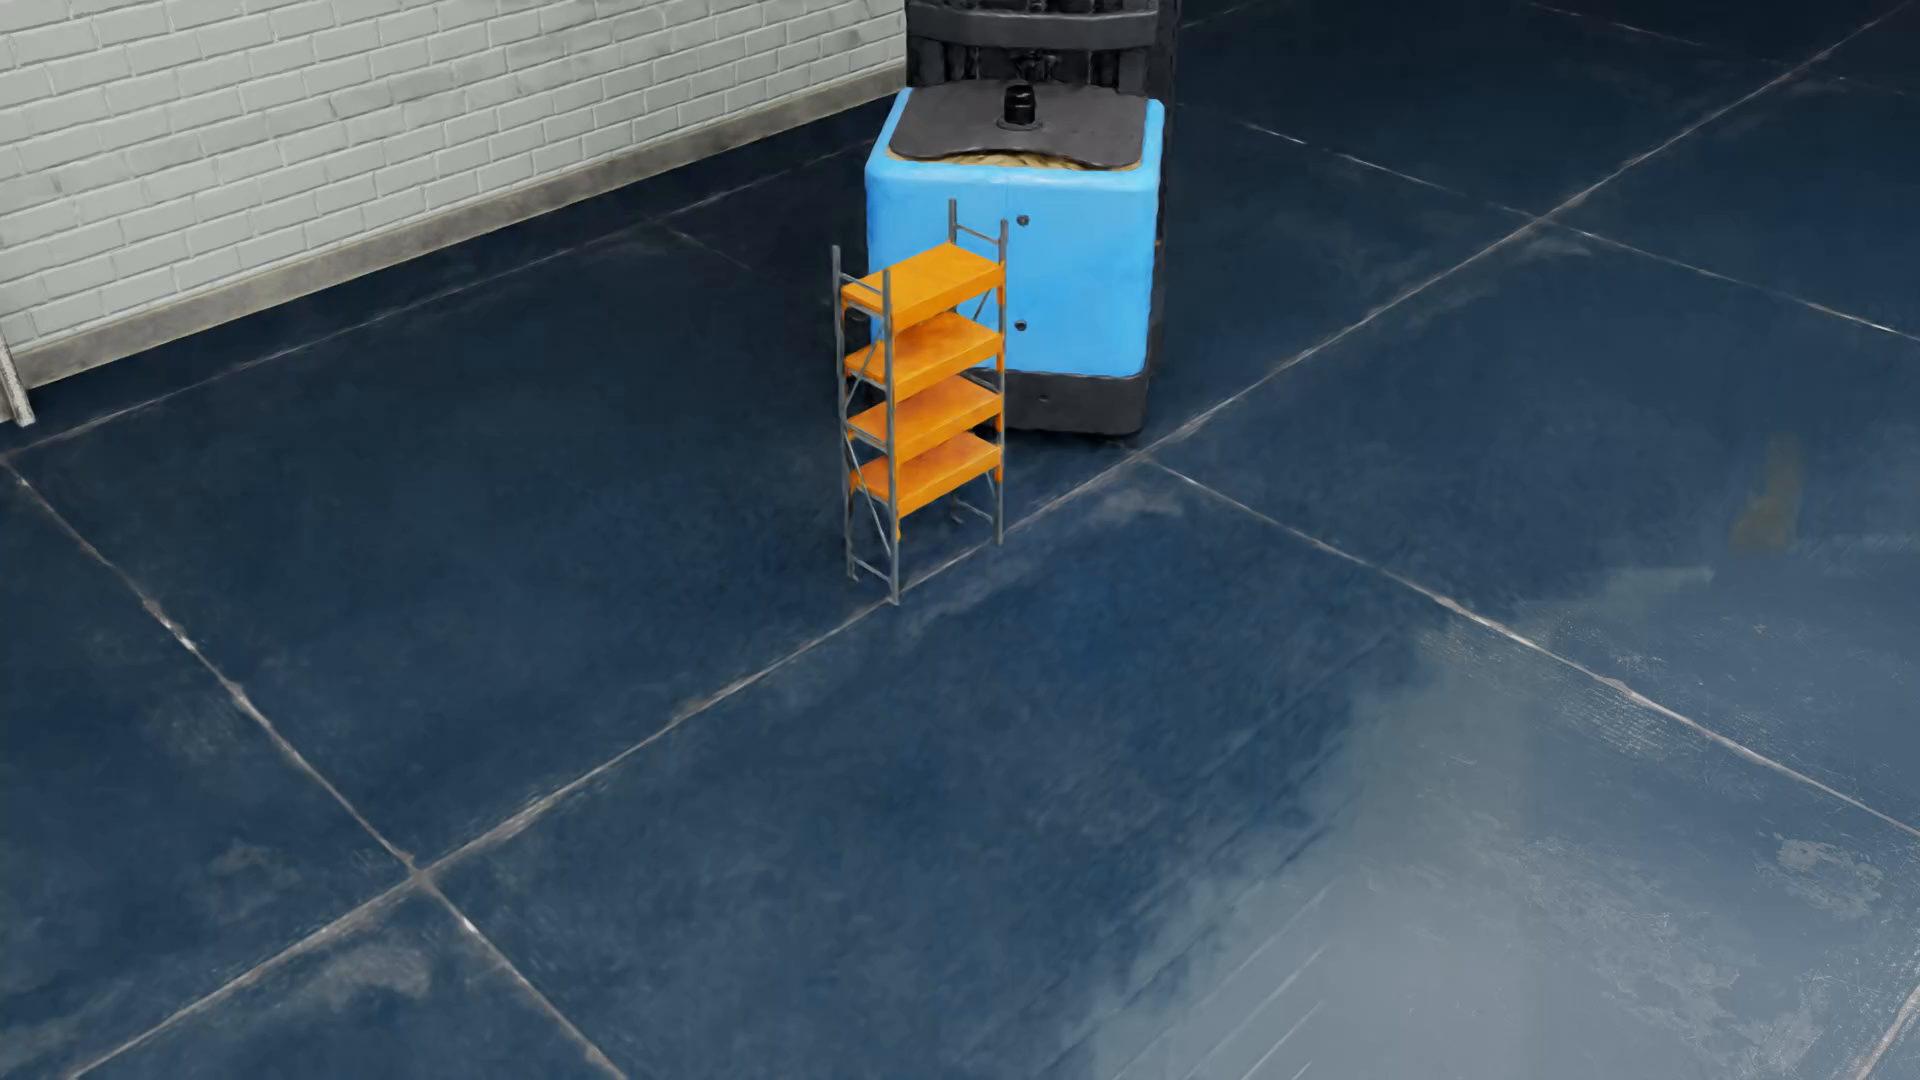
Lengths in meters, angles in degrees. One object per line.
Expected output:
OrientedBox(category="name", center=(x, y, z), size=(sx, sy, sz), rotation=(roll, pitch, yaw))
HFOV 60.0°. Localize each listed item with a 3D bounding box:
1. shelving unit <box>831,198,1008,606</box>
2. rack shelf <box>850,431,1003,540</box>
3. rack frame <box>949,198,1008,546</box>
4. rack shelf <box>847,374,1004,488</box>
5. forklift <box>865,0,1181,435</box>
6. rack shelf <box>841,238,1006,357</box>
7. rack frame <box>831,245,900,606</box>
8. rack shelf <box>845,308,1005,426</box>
OrientedBox(category="shelving unit", center=(-0.117, -0.425, 5.310), size=(0.258, 1.200, 0.503), rotation=(30, 45, 35))
OrientedBox(category="rack shelf", center=(-0.117, -0.207, 5.462), size=(0.258, 0.148, 0.480), rotation=(30, 45, 35))
OrientedBox(category="rack frame", center=(0.055, -0.524, 5.452), size=(0.240, 1.200, 0.015), rotation=(30, 45, 35))
OrientedBox(category="rack shelf", center=(-0.117, -0.370, 5.349), size=(0.258, 0.148, 0.480), rotation=(30, 45, 35))
OrientedBox(category="forklift", center=(0.359, -2.423, 6.662), size=(1.130, 2.935, 3.031), rotation=(4, 35, 6))
OrientedBox(category="rack shelf", center=(-0.117, -0.747, 5.086), size=(0.258, 0.148, 0.480), rotation=(30, 45, 35))
OrientedBox(category="rack frame", center=(-0.289, -0.326, 5.168), size=(0.240, 1.200, 0.015), rotation=(30, 45, 35))
OrientedBox(category="rack shelf", center=(-0.117, -0.553, 5.221), size=(0.258, 0.148, 0.480), rotation=(30, 45, 35))
